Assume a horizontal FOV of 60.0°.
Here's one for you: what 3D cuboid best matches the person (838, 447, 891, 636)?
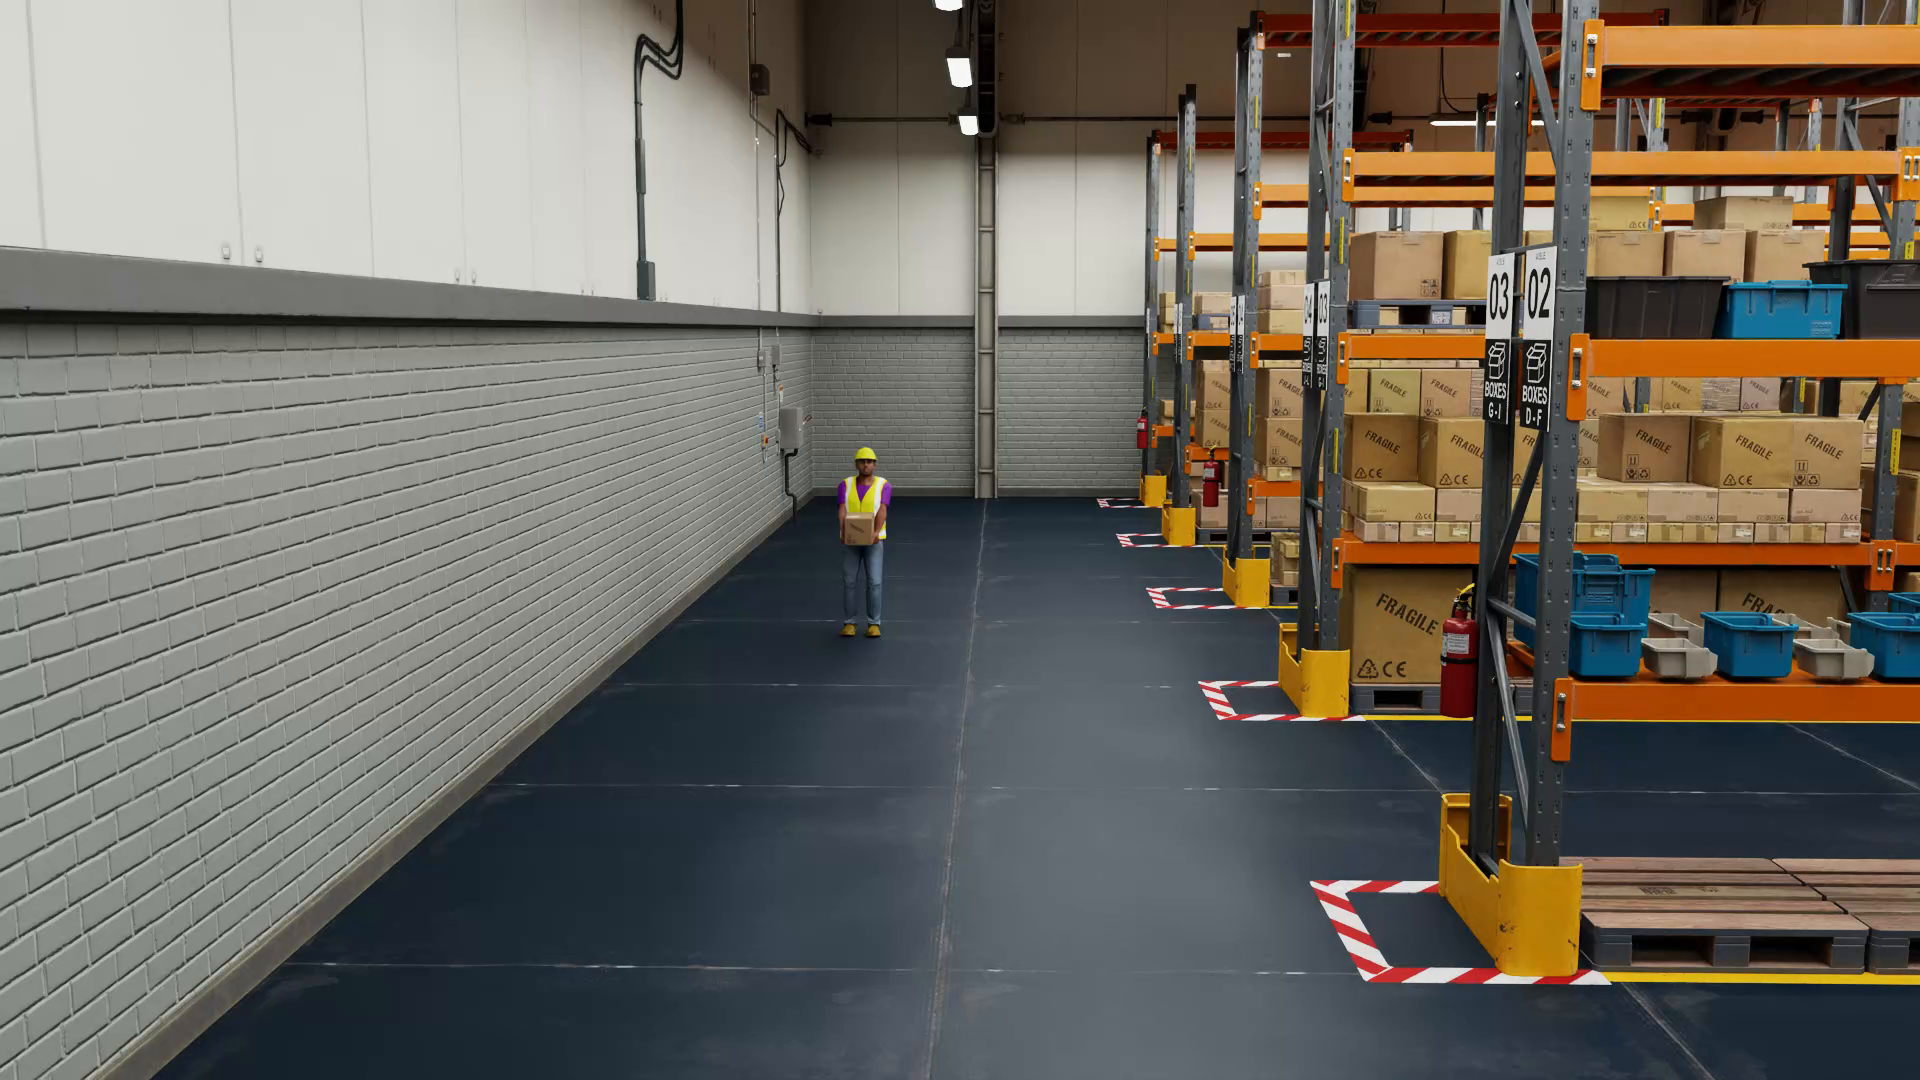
[{"bbox_3d":[-0.900,0.023,15.512,0.503,1.760,0.577,0,7,2],"label":"person"}]
